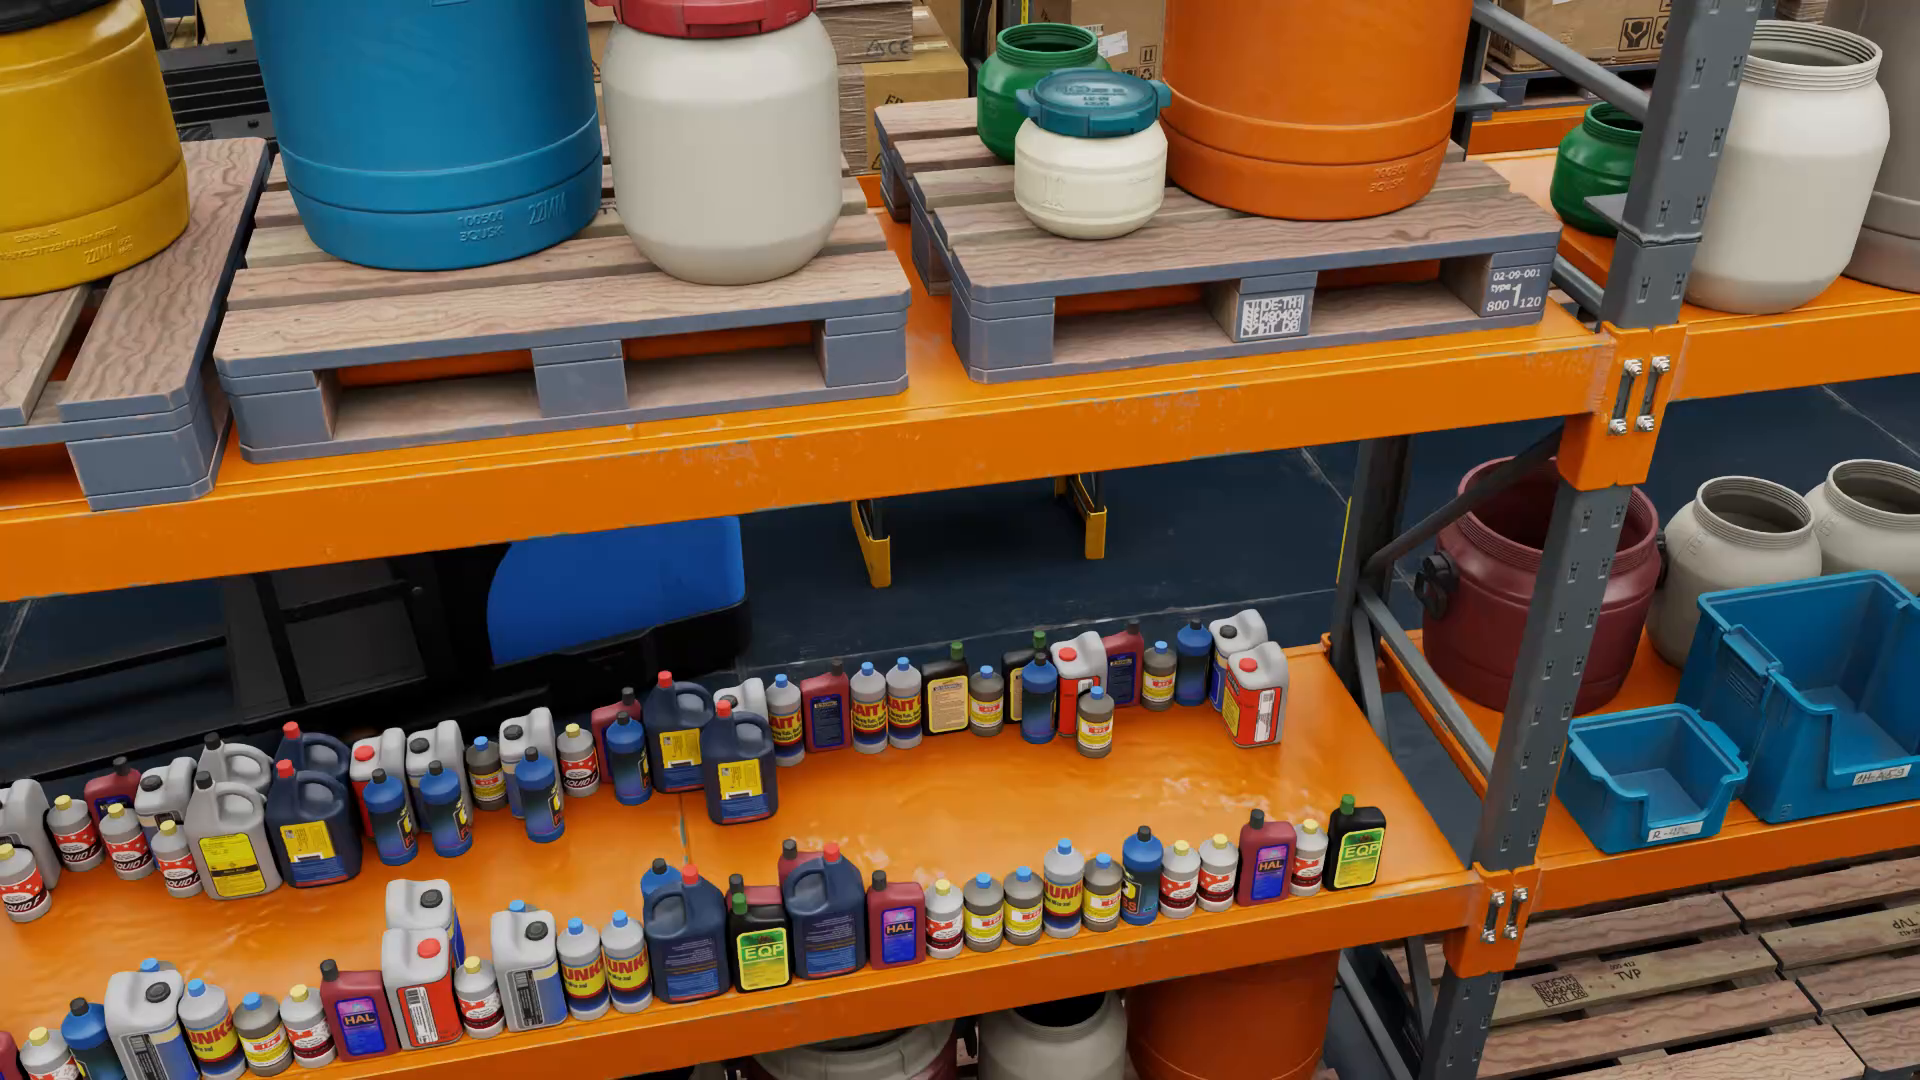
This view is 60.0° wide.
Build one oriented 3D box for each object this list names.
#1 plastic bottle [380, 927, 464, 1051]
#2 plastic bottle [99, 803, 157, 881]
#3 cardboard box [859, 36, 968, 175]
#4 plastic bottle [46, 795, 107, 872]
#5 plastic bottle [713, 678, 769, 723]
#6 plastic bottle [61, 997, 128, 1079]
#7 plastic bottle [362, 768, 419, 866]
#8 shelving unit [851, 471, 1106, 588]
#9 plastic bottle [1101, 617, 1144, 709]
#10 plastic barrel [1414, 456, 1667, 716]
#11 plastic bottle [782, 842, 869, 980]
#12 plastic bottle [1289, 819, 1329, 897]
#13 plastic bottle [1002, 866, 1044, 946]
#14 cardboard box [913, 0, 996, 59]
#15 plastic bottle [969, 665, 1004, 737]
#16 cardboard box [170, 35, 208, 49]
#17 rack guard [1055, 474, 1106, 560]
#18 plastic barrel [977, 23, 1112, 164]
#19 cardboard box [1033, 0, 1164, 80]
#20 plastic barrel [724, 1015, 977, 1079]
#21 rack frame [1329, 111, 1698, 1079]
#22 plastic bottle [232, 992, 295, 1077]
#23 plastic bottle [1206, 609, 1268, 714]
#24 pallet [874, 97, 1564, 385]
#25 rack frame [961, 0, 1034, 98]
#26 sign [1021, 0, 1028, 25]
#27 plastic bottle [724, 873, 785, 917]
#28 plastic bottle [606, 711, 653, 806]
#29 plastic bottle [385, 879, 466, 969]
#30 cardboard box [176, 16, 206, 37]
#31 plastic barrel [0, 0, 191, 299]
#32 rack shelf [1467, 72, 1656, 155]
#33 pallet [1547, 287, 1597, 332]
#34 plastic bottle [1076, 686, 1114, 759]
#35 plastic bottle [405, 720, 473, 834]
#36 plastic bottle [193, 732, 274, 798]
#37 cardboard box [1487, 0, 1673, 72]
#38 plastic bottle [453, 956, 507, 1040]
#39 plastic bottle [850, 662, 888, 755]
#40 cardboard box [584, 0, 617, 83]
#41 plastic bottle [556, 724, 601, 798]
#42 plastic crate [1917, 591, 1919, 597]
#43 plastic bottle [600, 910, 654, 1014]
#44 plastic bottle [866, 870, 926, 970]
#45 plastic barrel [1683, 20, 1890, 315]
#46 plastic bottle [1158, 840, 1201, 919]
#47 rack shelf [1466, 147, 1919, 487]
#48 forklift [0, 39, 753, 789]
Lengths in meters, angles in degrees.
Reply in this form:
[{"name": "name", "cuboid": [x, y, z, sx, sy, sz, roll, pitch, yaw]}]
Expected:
[{"name": "plastic bottle", "cuboid": [-1.196, 0.983, 3.705, 0.135, 0.276, 0.152, -7, 35, -11]}, {"name": "plastic bottle", "cuboid": [-2.071, 0.741, 4.132, 0.097, 0.201, 0.097, 0, 34, 0]}, {"name": "cardboard box", "cuboid": [-0.253, -2.135, 8.150, 0.500, 0.500, 0.500, -6, 34, -9]}, {"name": "plastic bottle", "cuboid": [-2.215, 0.724, 4.157, 0.097, 0.201, 0.097, 0, 34, 0]}, {"name": "plastic bottle", "cuboid": [-0.579, 0.503, 4.420, 0.135, 0.276, 0.152, -7, 35, -11]}, {"name": "plastic bottle", "cuboid": [-1.849, 1.083, 3.560, 0.097, 0.271, 0.097, 0, 34, 0]}, {"name": "plastic bottle", "cuboid": [-1.428, 0.683, 4.156, 0.097, 0.271, 0.097, 0, 34, 0]}, {"name": "shelving unit", "cuboid": [0.074, -0.632, 7.346, 1.083, 1.500, 0.587, -7, 35, -11]}, {"name": "plastic bottle", "cuboid": [0.443, 0.345, 4.649, 0.133, 0.283, 0.061, -7, 35, -11]}, {"name": "plastic barrel", "cuboid": [1.652, 0.125, 4.750, 0.708, 0.536, 0.600, -7, 35, -11]}, {"name": "plastic bottle", "cuboid": [-0.313, 0.843, 3.847, 0.185, 0.351, 0.144, -7, 35, -11]}, {"name": "plastic bottle", "cuboid": [0.850, 0.772, 4.087, 0.097, 0.201, 0.097, 0, 34, 0]}, {"name": "plastic bottle", "cuboid": [0.150, 0.860, 3.955, 0.097, 0.201, 0.097, 0, 34, 0]}, {"name": "cardboard box", "cuboid": [-0.208, -4.263, 13.053, 0.750, 0.750, 1.050, -8, 35, -11]}, {"name": "plastic bottle", "cuboid": [0.073, 0.436, 4.587, 0.097, 0.201, 0.097, 0, 34, 0]}, {"name": "cardboard box", "cuboid": [-5.494, -3.470, 11.877, 0.250, 0.149, 0.380, -7, 35, -11]}, {"name": "rack guard", "cuboid": [0.560, -0.174, 7.786, 0.087, 0.250, 0.587, -7, 35, -11]}, {"name": "plastic barrel", "cuboid": [0.183, -0.947, 3.540, 0.294, 0.245, 0.294, 0, 34, 0]}, {"name": "cardboard box", "cuboid": [0.692, -2.593, 8.455, 0.500, 0.500, 0.500, -11, 36, -16]}, {"name": "plastic barrel", "cuboid": [-0.308, 1.438, 4.702, 0.708, 0.588, 0.600, -7, 35, -11]}, {"name": "rack frame", "cuboid": [1.267, 0.403, 4.457, 0.127, 3.000, 1.000, -7, 35, -11]}, {"name": "plastic bottle", "cuboid": [-1.528, 1.071, 3.640, 0.097, 0.201, 0.097, 0, 34, 0]}, {"name": "plastic bottle", "cuboid": [0.773, 0.332, 4.674, 0.135, 0.276, 0.152, -7, 35, -11]}, {"name": "pallet", "cuboid": [0.499, -0.723, 3.613, 1.213, 0.211, 1.003, -7, 35, -11]}, {"name": "rack frame", "cuboid": [0.174, -2.289, 8.469, 0.127, 3.000, 1.000, -7, 35, -11]}, {"name": "sign", "cuboid": [0.300, -2.468, 7.697, 0.005, 0.325, 0.100, -7, 35, -11]}, {"name": "plastic bottle", "cuboid": [-0.472, 0.880, 3.852, 0.133, 0.283, 0.061, -7, 35, -11]}, {"name": "plastic bottle", "cuboid": [-0.865, 0.560, 4.339, 0.097, 0.271, 0.097, 0, 34, 0]}, {"name": "plastic bottle", "cuboid": [-1.230, 0.900, 3.828, 0.135, 0.276, 0.152, -7, 35, -11]}, {"name": "cardboard box", "cuboid": [-5.622, -3.753, 12.299, 0.250, 0.149, 0.380, -8, 35, -11]}, {"name": "plastic barrel", "cuboid": [-1.789, -0.826, 3.051, 0.600, 0.588, 0.600, 0, 34, 0]}, {"name": "rack shelf", "cuboid": [2.125, -2.236, 9.035, 4.000, 0.370, 1.077, -7, 35, -11]}, {"name": "pallet", "cuboid": [3.316, -1.526, 9.835, 1.213, 0.211, 1.003, -7, 35, -11]}, {"name": "plastic bottle", "cuboid": [0.368, 0.486, 4.513, 0.097, 0.201, 0.097, 0, 34, 0]}, {"name": "plastic bottle", "cuboid": [-1.342, 0.599, 4.277, 0.135, 0.276, 0.152, -7, 35, -11]}, {"name": "plastic bottle", "cuboid": [-1.810, 0.625, 4.172, 0.185, 0.351, 0.144, -7, 35, -11]}, {"name": "cardboard box", "cuboid": [3.270, -3.182, 8.885, 1.000, 1.000, 1.000, -7, 34, -10]}, {"name": "plastic bottle", "cuboid": [-1.077, 1.014, 3.725, 0.097, 0.201, 0.097, 0, 34, 0]}, {"name": "plastic bottle", "cuboid": [-0.247, 0.447, 4.507, 0.097, 0.271, 0.097, 0, 34, 0]}, {"name": "cardboard box", "cuboid": [-1.832, -2.501, 7.795, 0.637, 0.503, 0.797, -6, 34, -9]}, {"name": "plastic bottle", "cuboid": [-1.009, 0.572, 4.384, 0.097, 0.201, 0.097, 0, 34, 0]}, {"name": "plastic crate", "cuboid": [2.910, 0.344, 4.488, 0.583, 0.464, 0.402, -7, 35, -11]}, {"name": "plastic bottle", "cuboid": [-0.756, 0.945, 3.766, 0.097, 0.271, 0.097, 0, 34, 0]}, {"name": "plastic bottle", "cuboid": [-0.149, 0.874, 3.861, 0.133, 0.283, 0.061, -7, 35, -11]}, {"name": "plastic barrel", "cuboid": [1.637, -0.760, 3.399, 0.421, 0.512, 0.421, 0, 34, 0]}, {"name": "plastic bottle", "cuboid": [0.530, 0.812, 4.027, 0.097, 0.201, 0.097, 0, 34, 0]}, {"name": "rack shelf", "cuboid": [3.217, -0.789, 4.188, 4.000, 0.370, 1.077, -7, 35, -11]}, {"name": "forklift", "cuboid": [-2.433, -0.624, 6.049, 3.031, 2.935, 1.130, -14, 36, -20]}]
